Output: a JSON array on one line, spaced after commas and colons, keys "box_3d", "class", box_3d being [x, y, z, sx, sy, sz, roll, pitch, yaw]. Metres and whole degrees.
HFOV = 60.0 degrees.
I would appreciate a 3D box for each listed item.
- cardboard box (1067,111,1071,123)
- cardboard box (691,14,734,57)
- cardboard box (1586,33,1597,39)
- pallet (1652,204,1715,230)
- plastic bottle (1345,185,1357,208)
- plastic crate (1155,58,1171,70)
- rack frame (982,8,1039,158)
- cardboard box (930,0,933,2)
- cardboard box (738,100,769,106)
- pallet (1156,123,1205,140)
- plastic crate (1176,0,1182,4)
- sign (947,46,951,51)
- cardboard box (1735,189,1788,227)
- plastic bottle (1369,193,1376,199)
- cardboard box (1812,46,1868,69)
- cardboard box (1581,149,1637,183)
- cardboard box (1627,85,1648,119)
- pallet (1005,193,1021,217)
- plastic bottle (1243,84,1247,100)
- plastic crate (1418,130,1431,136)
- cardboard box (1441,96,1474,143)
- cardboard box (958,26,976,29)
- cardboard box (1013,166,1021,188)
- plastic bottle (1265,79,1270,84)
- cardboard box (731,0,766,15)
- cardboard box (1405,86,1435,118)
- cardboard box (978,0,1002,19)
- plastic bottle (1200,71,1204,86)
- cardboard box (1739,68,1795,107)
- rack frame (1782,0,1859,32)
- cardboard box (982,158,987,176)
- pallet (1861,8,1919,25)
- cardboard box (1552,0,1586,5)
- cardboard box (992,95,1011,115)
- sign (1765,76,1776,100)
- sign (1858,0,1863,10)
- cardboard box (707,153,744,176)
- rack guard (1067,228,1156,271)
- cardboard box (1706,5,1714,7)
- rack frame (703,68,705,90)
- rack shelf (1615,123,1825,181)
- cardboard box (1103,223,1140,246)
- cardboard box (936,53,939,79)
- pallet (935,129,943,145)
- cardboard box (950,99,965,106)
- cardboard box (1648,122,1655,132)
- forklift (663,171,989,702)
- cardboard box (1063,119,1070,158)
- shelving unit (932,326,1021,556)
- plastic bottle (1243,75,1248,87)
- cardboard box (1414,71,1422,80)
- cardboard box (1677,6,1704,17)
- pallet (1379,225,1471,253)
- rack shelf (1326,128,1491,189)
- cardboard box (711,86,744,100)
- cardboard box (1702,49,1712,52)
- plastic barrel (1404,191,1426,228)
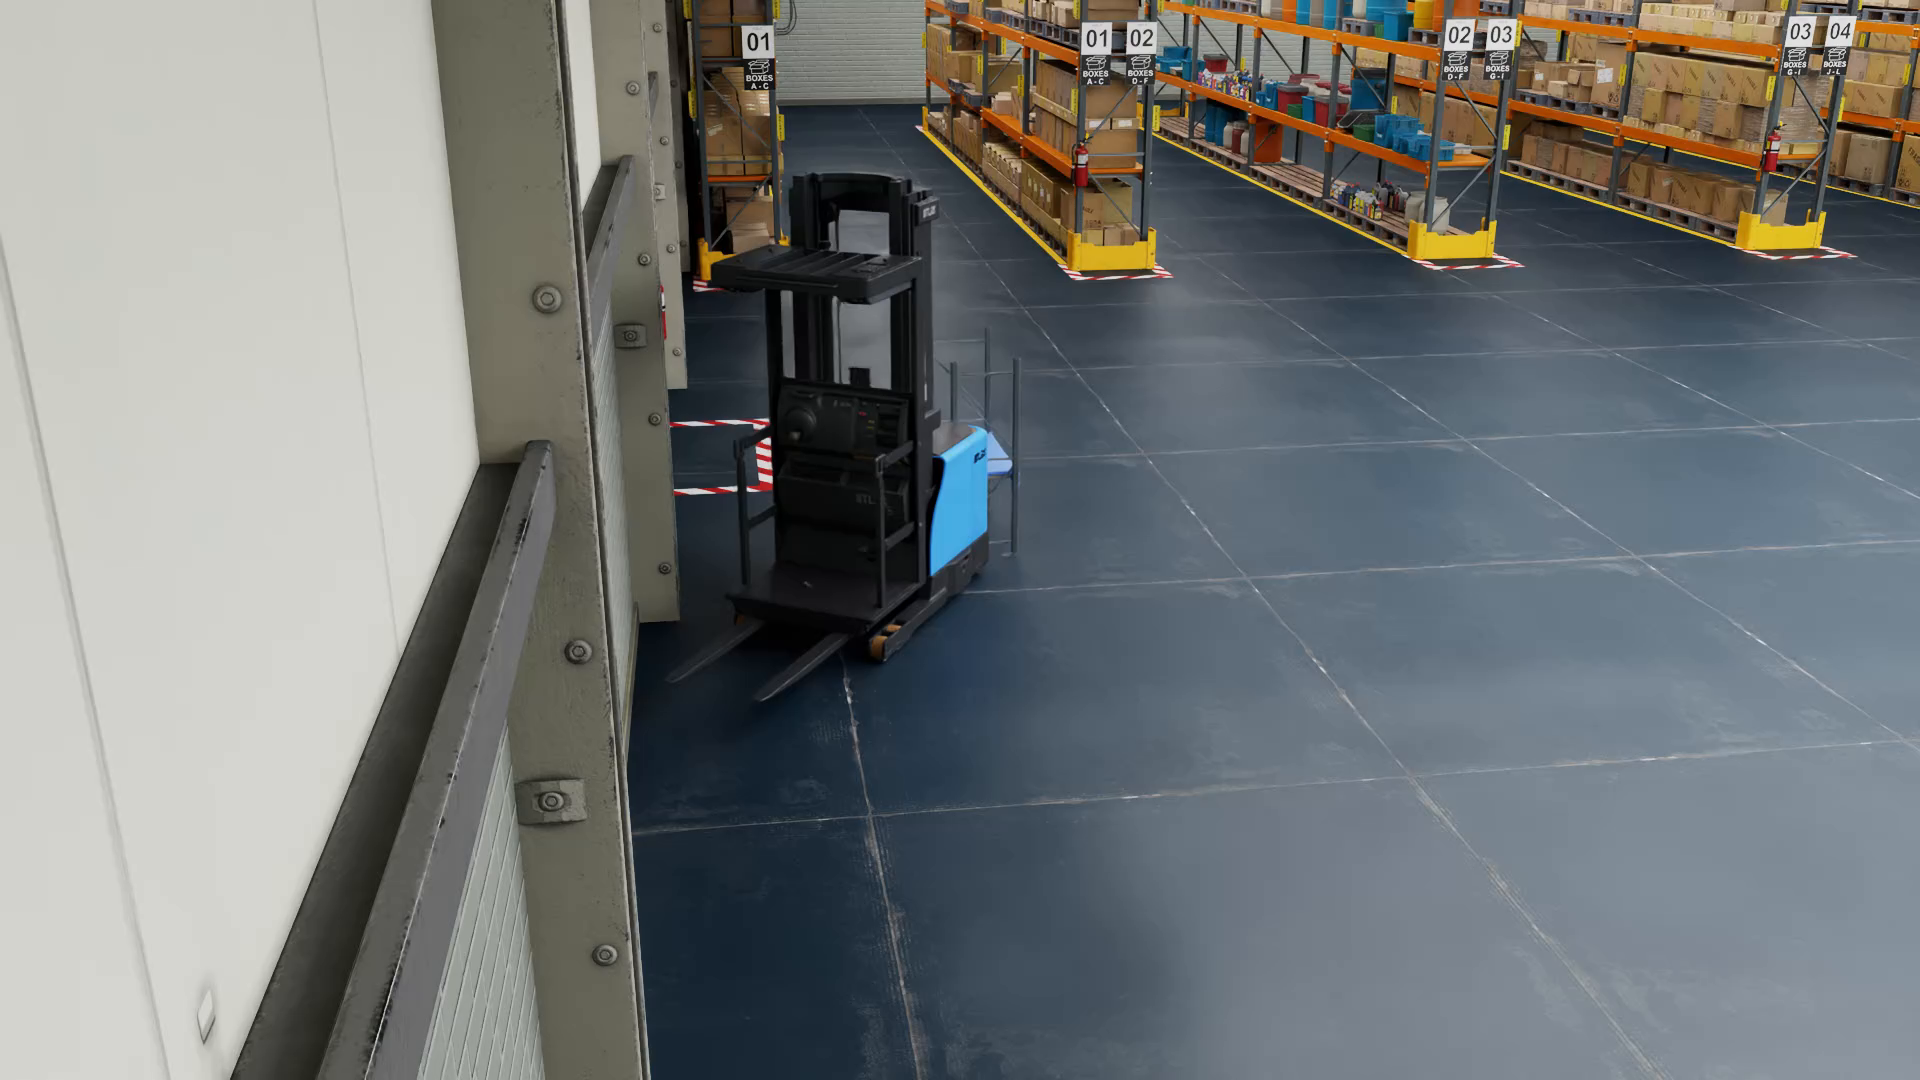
[{"box_3d": [1.697, -5.870, 23.076, 0.380, 0.149, 0.250, -3, 21, -7], "class": "cardboard box"}, {"box_3d": [-3.161, -6.472, 21.300, 0.500, 0.500, 0.500, -1, 21, -4], "class": "cardboard box"}, {"box_3d": [14.405, -11.514, 37.259, 0.500, 0.500, 0.500, -3, 21, -9], "class": "cardboard box"}, {"box_3d": [11.589, -5.053, 25.944, 1.003, 0.211, 1.213, -3, 21, -8], "class": "pallet"}, {"box_3d": [6.110, -5.363, 25.946, 0.144, 0.351, 0.185, -4, 21, -10], "class": "plastic bottle"}, {"box_3d": [4.452, -10.538, 36.798, 0.416, 0.233, 0.300, -3, 21, -8], "class": "plastic crate"}, {"box_3d": [0.898, -7.900, 29.582, 1.000, 3.000, 0.127, -3, 21, -8], "class": "rack frame"}, {"box_3d": [-0.374, -11.641, 35.523, 0.500, 0.250, 0.500, -3, 21, -8], "class": "cardboard box"}, {"box_3d": [-2.838, -5.879, 23.284, 0.500, 0.500, 0.500, -2, 21, -6], "class": "cardboard box"}, {"box_3d": [4.900, -8.903, 36.253, 1.003, 0.211, 1.213, -3, 21, -8], "class": "pallet"}, {"box_3d": [4.664, -11.237, 34.604, 0.293, 0.136, 0.466, -3, 21, -8], "class": "plastic crate"}, {"box_3d": [-0.215, -9.661, 33.058, 0.100, 0.325, 0.005, -3, 21, -8], "class": "sign"}, {"box_3d": [11.781, -4.872, 24.445, 0.500, 0.500, 0.500, 1, 20, 2], "class": "cardboard box"}, {"box_3d": [6.314, -5.197, 25.608, 0.152, 0.276, 0.135, -3, 21, -8], "class": "plastic bottle"}, {"box_3d": [15.829, -8.621, 29.938, 0.700, 0.500, 0.500, -3, 21, -9], "class": "cardboard box"}, {"box_3d": [11.161, -6.429, 28.585, 0.700, 0.500, 0.500, -3, 21, -8], "class": "cardboard box"}, {"box_3d": [11.282, -7.041, 26.713, 0.875, 0.500, 0.500, -3, 21, -8], "class": "cardboard box"}, {"box_3d": [1.330, -5.462, 27.039, 1.003, 0.211, 1.213, -3, 21, -8], "class": "pallet"}, {"box_3d": [5.286, -8.293, 30.799, 0.061, 0.283, 0.133, -3, 21, -8], "class": "plastic bottle"}, {"box_3d": [6.861, -6.091, 25.114, 0.530, 0.136, 0.437, -3, 21, -8], "class": "plastic crate"}, {"box_3d": [10.366, -8.455, 33.503, 1.225, 0.875, 0.875, -4, 21, -10], "class": "cardboard box"}, {"box_3d": [0.234, -10.691, 35.482, 0.500, 0.500, 0.500, -2, 21, -6], "class": "cardboard box"}, {"box_3d": [1.132, -5.813, 26.520, 0.500, 0.311, 0.500, -3, 21, -8], "class": "cardboard box"}, {"box_3d": [5.901, -8.696, 31.896, 0.097, 0.271, 0.097, 0, 20, 0], "class": "plastic bottle"}, {"box_3d": [-2.666, -6.955, 21.162, 0.500, 0.500, 0.500, -4, 21, -12], "class": "cardboard box"}, {"box_3d": [10.109, -9.218, 35.545, 0.875, 0.875, 0.875, -3, 21, -8], "class": "cardboard box"}, {"box_3d": [0.802, -9.502, 29.439, 0.910, 0.500, 0.500, -3, 21, -8], "class": "cardboard box"}, {"box_3d": [4.873, -9.284, 33.454, 0.061, 0.283, 0.133, -3, 21, -8], "class": "plastic bottle"}, {"box_3d": [11.531, -6.461, 23.732, 0.500, 0.500, 0.500, -3, 21, -8], "class": "cardboard box"}, {"box_3d": [11.854, -8.439, 22.450, 1.000, 3.000, 0.127, -3, 21, -8], "class": "rack frame"}, {"box_3d": [0.683, -6.613, 29.464, 0.500, 0.250, 0.500, -3, 21, -8], "class": "cardboard box"}, {"box_3d": [16.020, -8.859, 28.136, 0.805, 0.209, 1.217, -4, 21, -10], "class": "pallet"}, {"box_3d": [10.663, -9.560, 28.880, 0.500, 0.500, 0.500, -4, 21, -9], "class": "cardboard box"}, {"box_3d": [0.835, -7.539, 28.742, 0.500, 0.311, 0.500, -3, 21, -8], "class": "cardboard box"}, {"box_3d": [11.302, -6.298, 23.185, 0.100, 0.325, 0.005, -3, 21, -8], "class": "sign"}, {"box_3d": [12.391, -7.471, 22.895, 0.100, 0.325, 0.005, -3, 21, -8], "class": "sign"}, {"box_3d": [-3.110, -4.971, 21.923, 0.500, 0.250, 0.500, -3, 21, -7], "class": "cardboard box"}, {"box_3d": [2.055, -3.951, 22.581, 1.175, 0.500, 0.348, -3, 21, -8], "class": "rack guard"}, {"box_3d": [11.746, -8.164, 25.644, 0.380, 0.149, 0.250, -4, 21, -9], "class": "cardboard box"}, {"box_3d": [-4.003, -7.649, 28.909, 1.000, 3.000, 0.127, -3, 21, -8], "class": "rack frame"}, {"box_3d": [11.566, -5.984, 25.480, 1.077, 0.370, 4.000, -3, 21, -8], "class": "rack shelf"}, {"box_3d": [2.194, -4.236, 23.100, 0.500, 0.250, 0.500, -3, 21, -8], "class": "cardboard box"}, {"box_3d": [-0.233, -10.025, 35.126, 0.500, 0.500, 0.500, -3, 21, -7], "class": "cardboard box"}, {"box_3d": [0.044, -8.640, 35.548, 1.003, 0.211, 1.213, -3, 21, -8], "class": "pallet"}, {"box_3d": [0.067, -9.529, 36.887, 0.500, 0.500, 0.500, -3, 21, -8], "class": "cardboard box"}, {"box_3d": [11.143, -6.548, 26.320, 0.380, 0.149, 0.250, -3, 21, -8], "class": "cardboard box"}, {"box_3d": [-0.844, -0.767, 10.580, 1.130, 2.935, 3.031, 9, 22, 22], "class": "forklift"}, {"box_3d": [1.850, -5.693, 23.530, 0.700, 0.500, 0.500, -3, 21, -7], "class": "cardboard box"}, {"box_3d": [0.090, -0.755, 12.595, 0.538, 1.500, 1.048, -4, 21, -10], "class": "shelving unit"}, {"box_3d": [5.624, -8.993, 32.691, 0.097, 0.271, 0.097, 0, 20, 0], "class": "plastic bottle"}, {"box_3d": [9.757, -9.755, 34.906, 0.380, 0.149, 0.250, -3, 21, -7], "class": "cardboard box"}, {"box_3d": [11.174, -8.044, 25.324, 0.380, 0.149, 0.250, -3, 21, -9], "class": "cardboard box"}, {"box_3d": [6.784, -4.378, 24.137, 1.003, 0.211, 1.213, -3, 21, -8], "class": "pallet"}, {"box_3d": [6.665, -5.734, 24.811, 1.077, 0.370, 4.000, -3, 21, -8], "class": "rack shelf"}, {"box_3d": [-3.467, -6.695, 25.583, 0.700, 0.500, 0.500, -3, 21, -8], "class": "cardboard box"}, {"box_3d": [15.411, -9.954, 33.988, 0.380, 0.149, 0.250, -3, 21, -8], "class": "cardboard box"}, {"box_3d": [6.711, -4.808, 24.257, 0.421, 0.512, 0.421, 0, 20, 0], "class": "plastic barrel"}]
